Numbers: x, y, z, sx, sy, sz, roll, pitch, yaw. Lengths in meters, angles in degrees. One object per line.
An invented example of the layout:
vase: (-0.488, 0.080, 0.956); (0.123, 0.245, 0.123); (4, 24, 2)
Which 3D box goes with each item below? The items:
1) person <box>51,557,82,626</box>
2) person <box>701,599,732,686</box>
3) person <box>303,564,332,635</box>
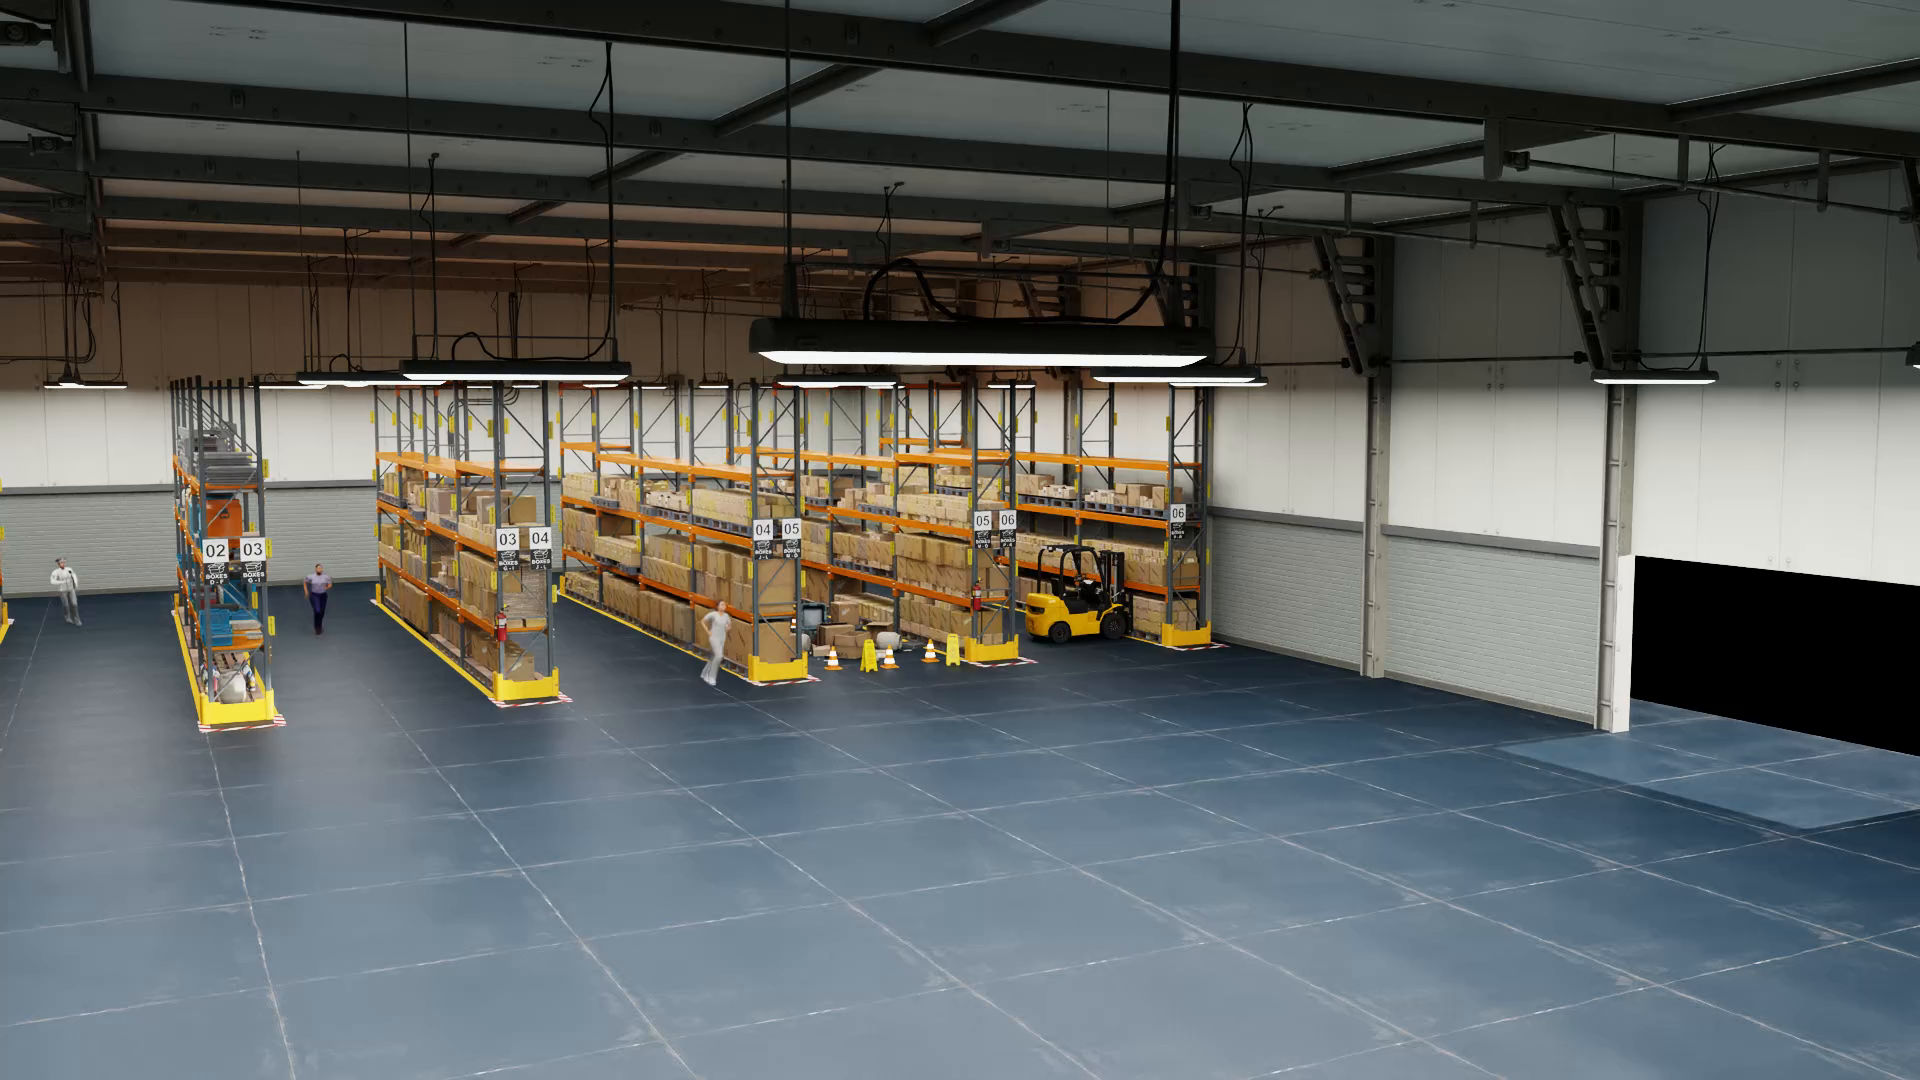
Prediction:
person: (-21.998, 1.276, 40.835); (0.623, 1.747, 0.775); (-5, 7, -42)
person: (-4.789, 2.003, 32.726); (0.679, 1.703, 0.562); (4, 7, 40)
person: (-15.194, 1.407, 39.411); (0.570, 1.706, 0.822); (-4, 7, -40)
